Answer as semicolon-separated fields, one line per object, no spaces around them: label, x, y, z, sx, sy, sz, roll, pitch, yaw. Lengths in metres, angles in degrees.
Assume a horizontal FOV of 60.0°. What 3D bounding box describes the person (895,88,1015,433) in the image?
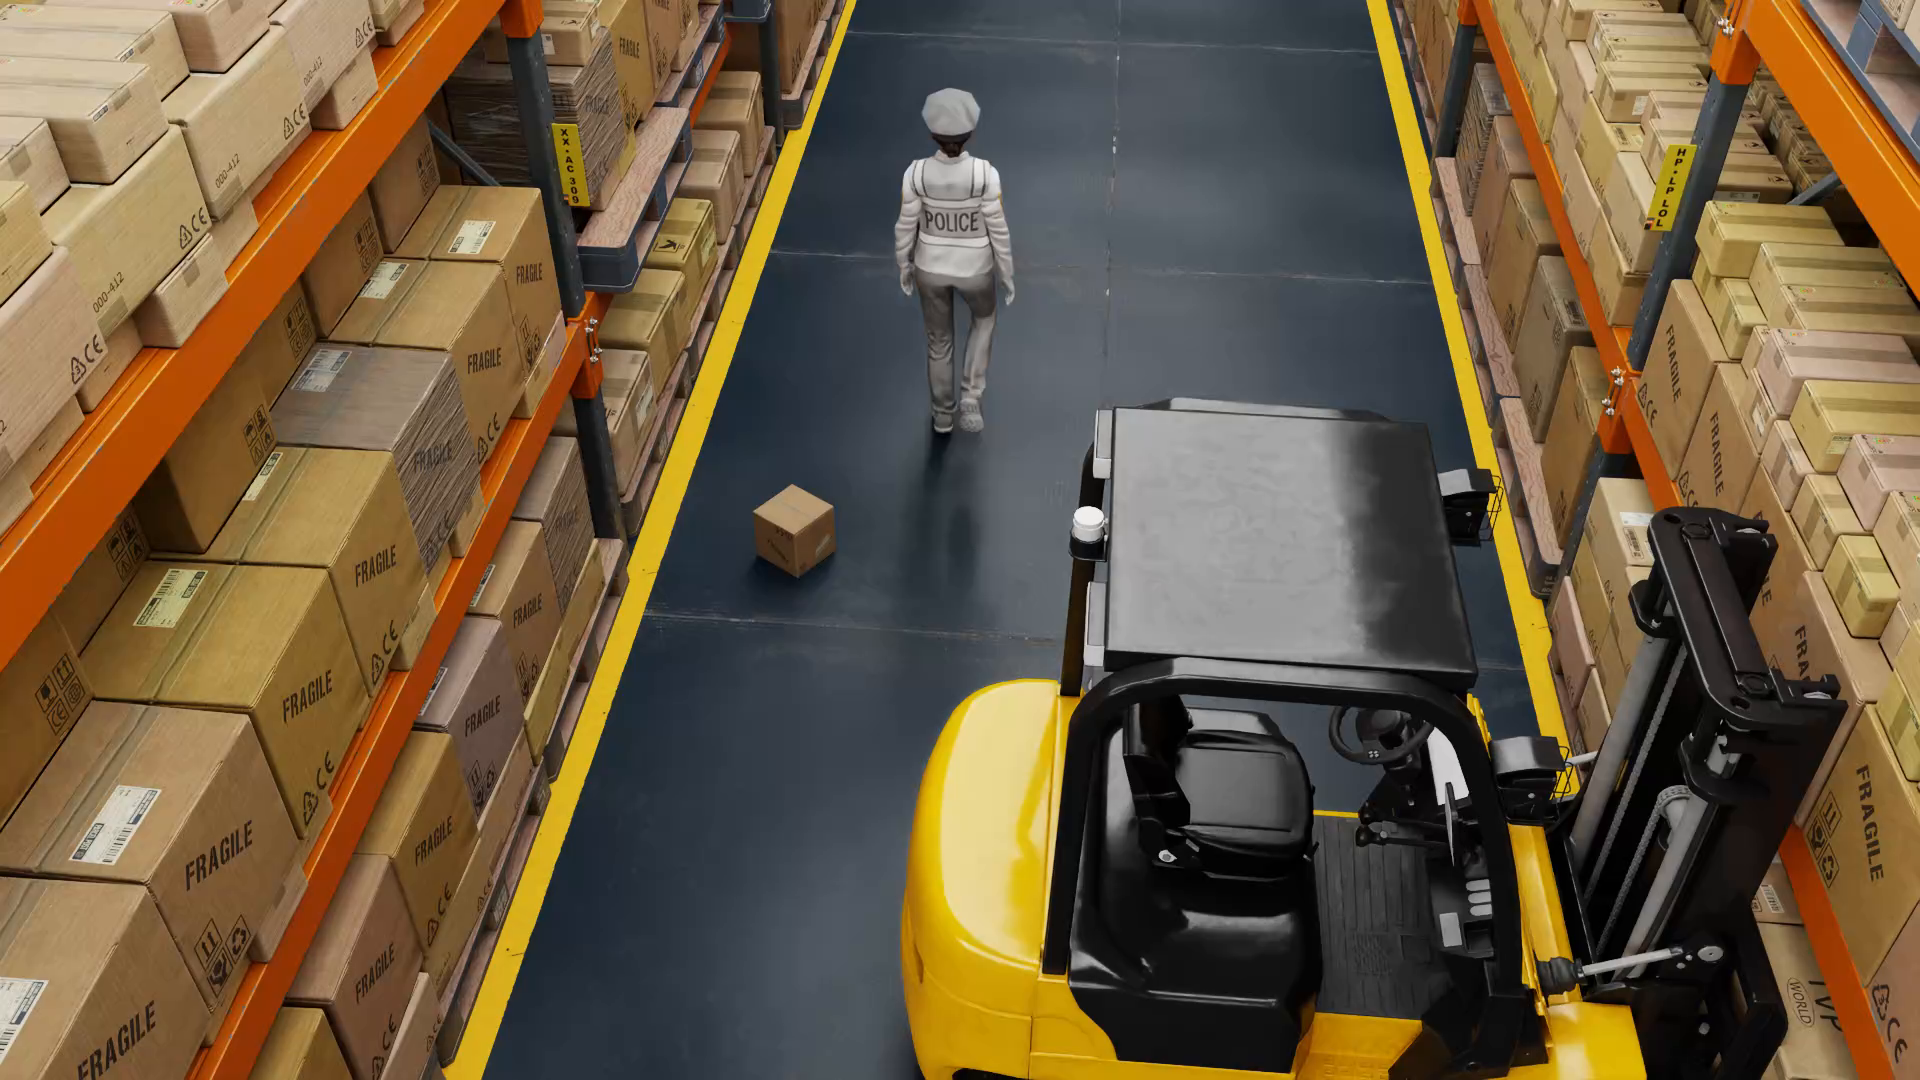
person;-0.020;-1.232;7.565;0.547;1.675;0.437;3;40;3
